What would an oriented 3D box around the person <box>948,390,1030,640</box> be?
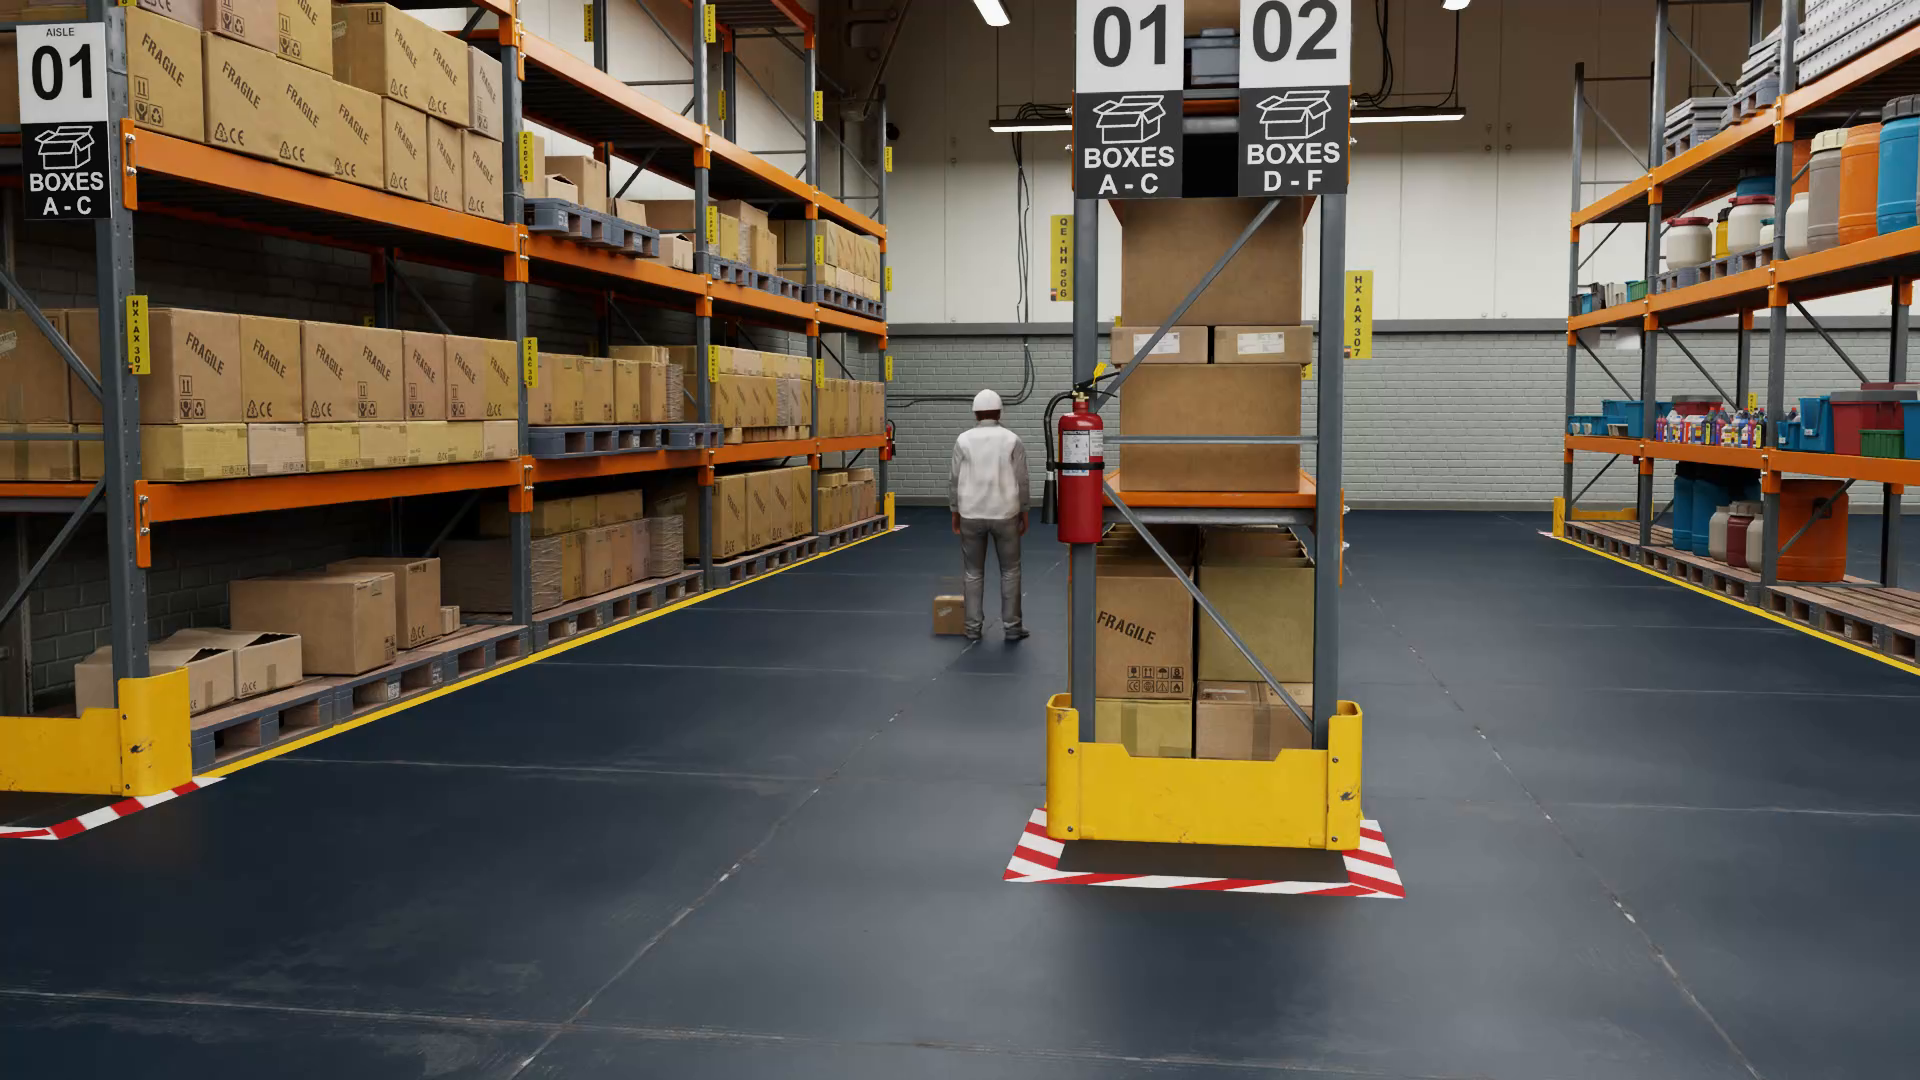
[{"bbox_3d":[0.216,-0.181,11.830,0.566,1.767,0.465,1,4,6],"label":"person"}]
